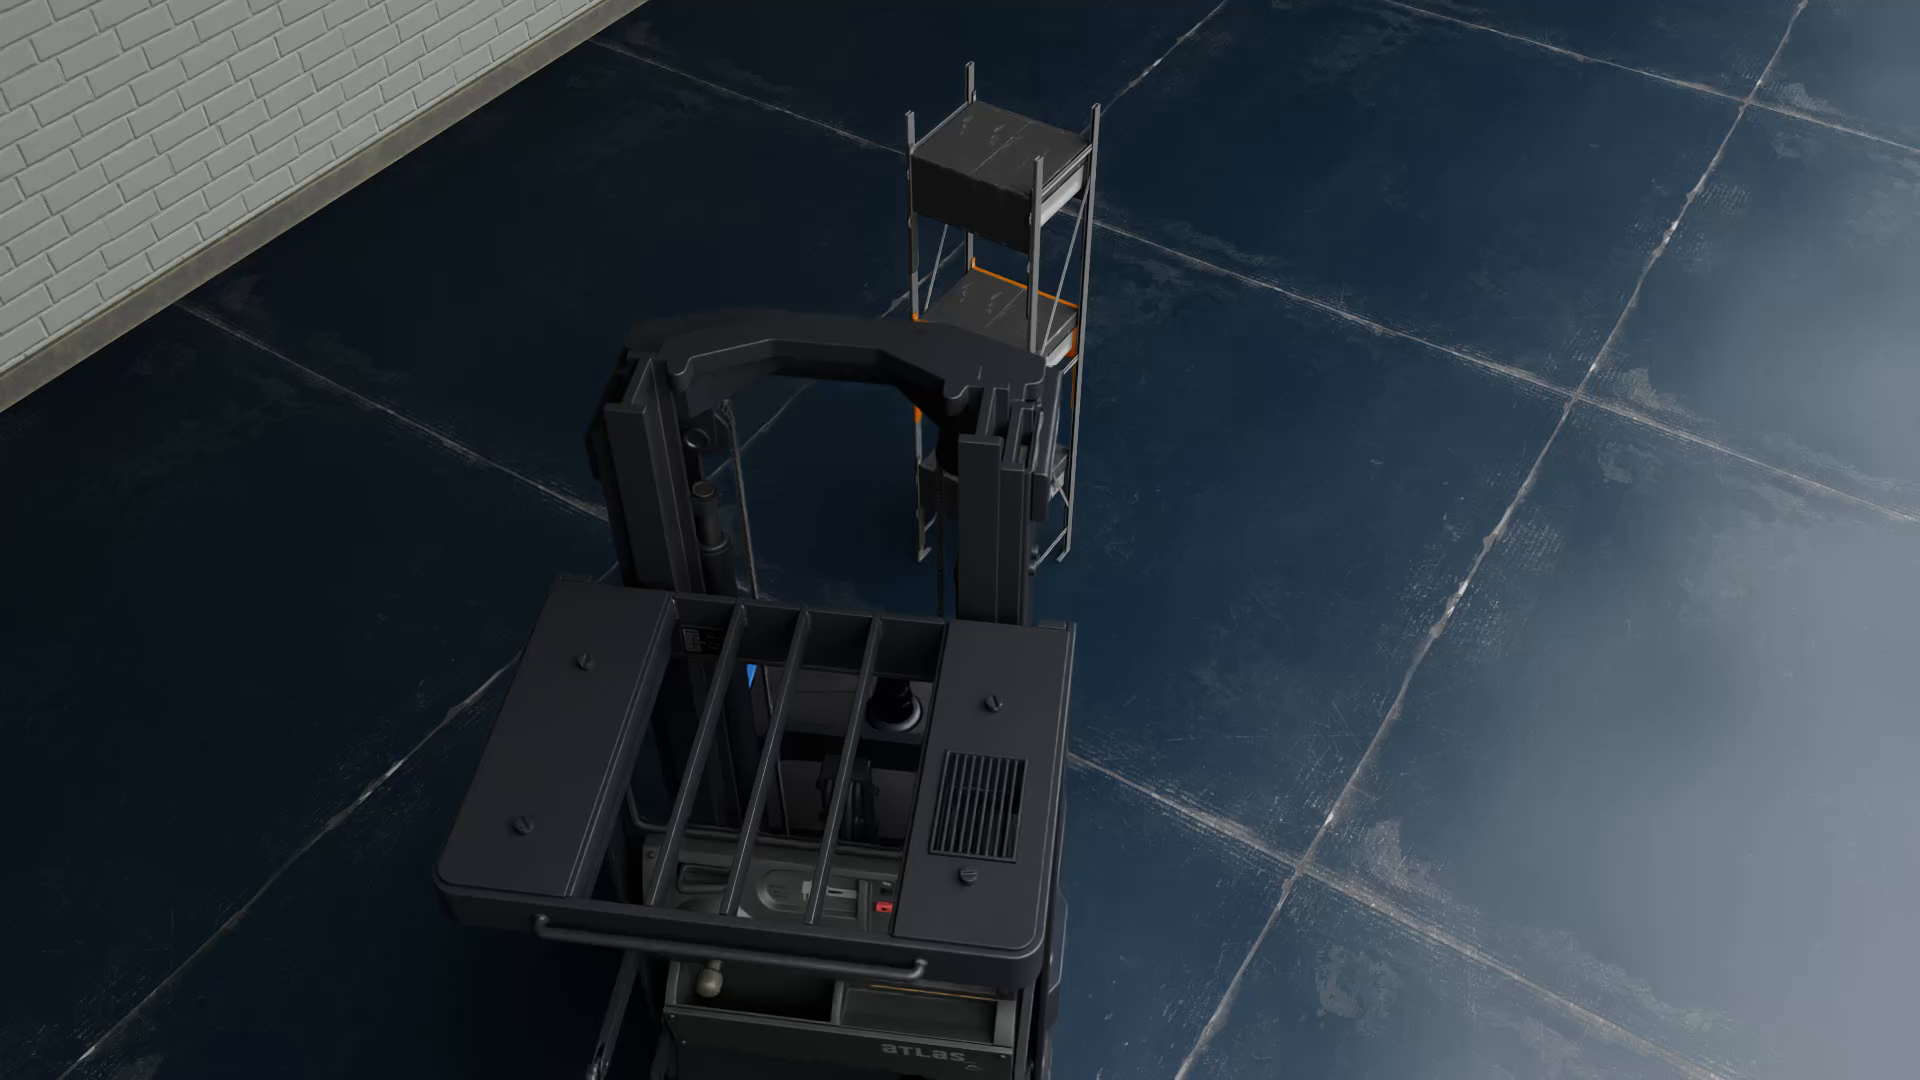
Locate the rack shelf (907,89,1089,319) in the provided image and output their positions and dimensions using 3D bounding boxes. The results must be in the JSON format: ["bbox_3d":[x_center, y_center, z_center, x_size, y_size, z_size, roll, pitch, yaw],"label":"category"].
[{"bbox_3d":[0.139,-1.146,5.664,0.480,0.518,0.431,25,51,22],"label":"rack shelf"}]

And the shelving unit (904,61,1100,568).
[{"bbox_3d":[0.139,-0.668,6.157,0.503,2.100,0.431,25,51,22],"label":"shelving unit"}]

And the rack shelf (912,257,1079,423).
[{"bbox_3d":[0.139,-0.658,6.166,0.480,0.518,0.431,25,51,22],"label":"rack shelf"}]

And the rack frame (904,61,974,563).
[{"bbox_3d":[-0.066,-0.762,6.248,0.015,2.100,0.400,25,51,22],"label":"rack frame"}]

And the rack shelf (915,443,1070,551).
[{"bbox_3d":[0.139,-0.170,6.668,0.480,0.518,0.431,25,51,22],"label":"rack shelf"}]

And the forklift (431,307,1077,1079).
[{"bbox_3d":[-0.341,1.048,3.910,1.130,2.935,3.031,5,46,5],"label":"forklift"}]

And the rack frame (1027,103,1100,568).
[{"bbox_3d":[0.345,-0.573,6.065,0.015,2.100,0.400,25,51,22],"label":"rack frame"}]
